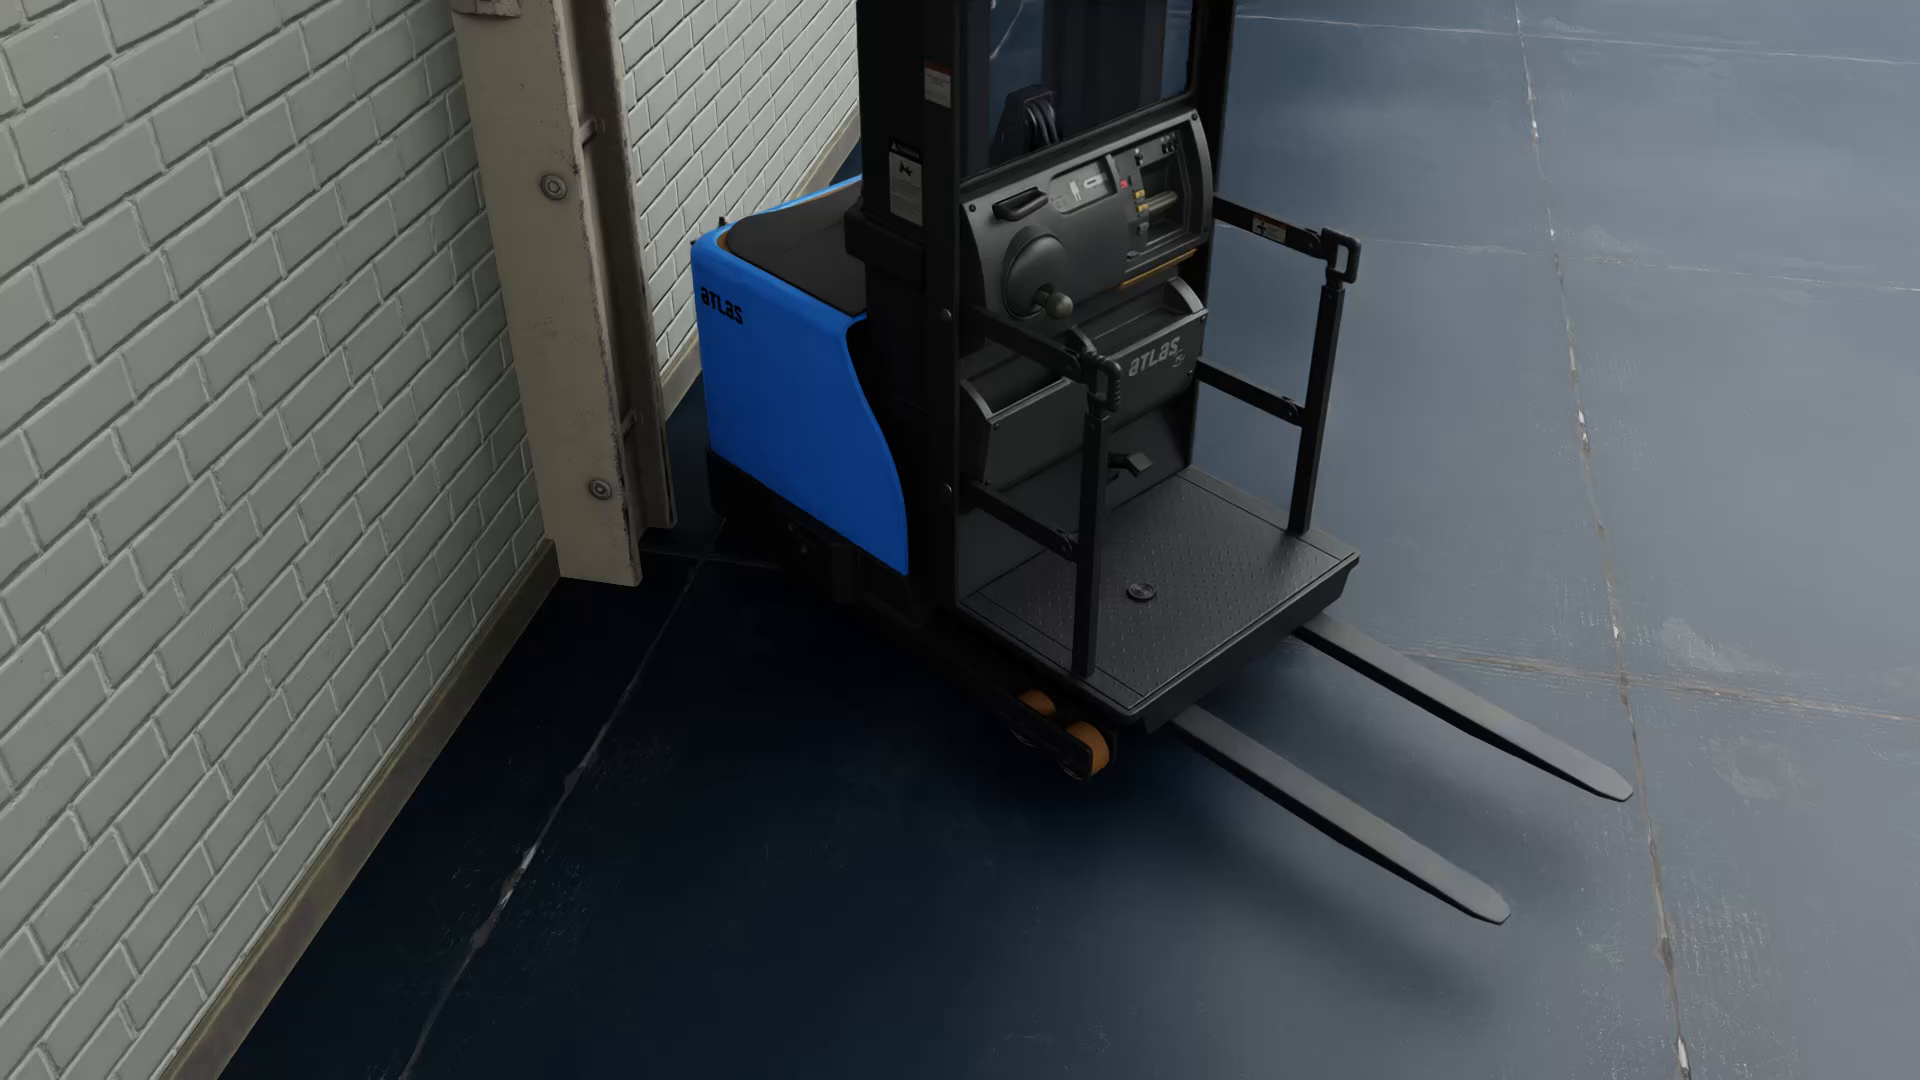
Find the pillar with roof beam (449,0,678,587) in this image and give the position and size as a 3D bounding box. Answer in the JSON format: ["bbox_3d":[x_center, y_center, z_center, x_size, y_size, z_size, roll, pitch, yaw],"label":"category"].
[{"bbox_3d":[3.022,-3.082,2.334,9.100,9.000,0.400,7,37,10],"label":"pillar with roof beam"}]

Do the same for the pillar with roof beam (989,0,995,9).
[{"bbox_3d":[4.304,-6.521,7.080,9.100,9.000,0.400,7,37,10],"label":"pillar with roof beam"}]

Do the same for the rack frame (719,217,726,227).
[{"bbox_3d":[-0.723,-0.730,5.990,0.240,0.900,0.006,13,38,17],"label":"rack frame"}]

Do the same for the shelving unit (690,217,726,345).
[{"bbox_3d":[-0.760,-0.674,5.913,0.258,0.900,0.210,13,38,17],"label":"shelving unit"}]

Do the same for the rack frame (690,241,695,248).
[{"bbox_3d":[-0.797,-0.619,5.837,0.240,0.900,0.006,13,38,17],"label":"rack frame"}]

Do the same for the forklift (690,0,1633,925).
[{"bbox_3d":[0.514,-0.841,4.412,1.130,2.935,3.031,-29,45,-34],"label":"forklift"}]
